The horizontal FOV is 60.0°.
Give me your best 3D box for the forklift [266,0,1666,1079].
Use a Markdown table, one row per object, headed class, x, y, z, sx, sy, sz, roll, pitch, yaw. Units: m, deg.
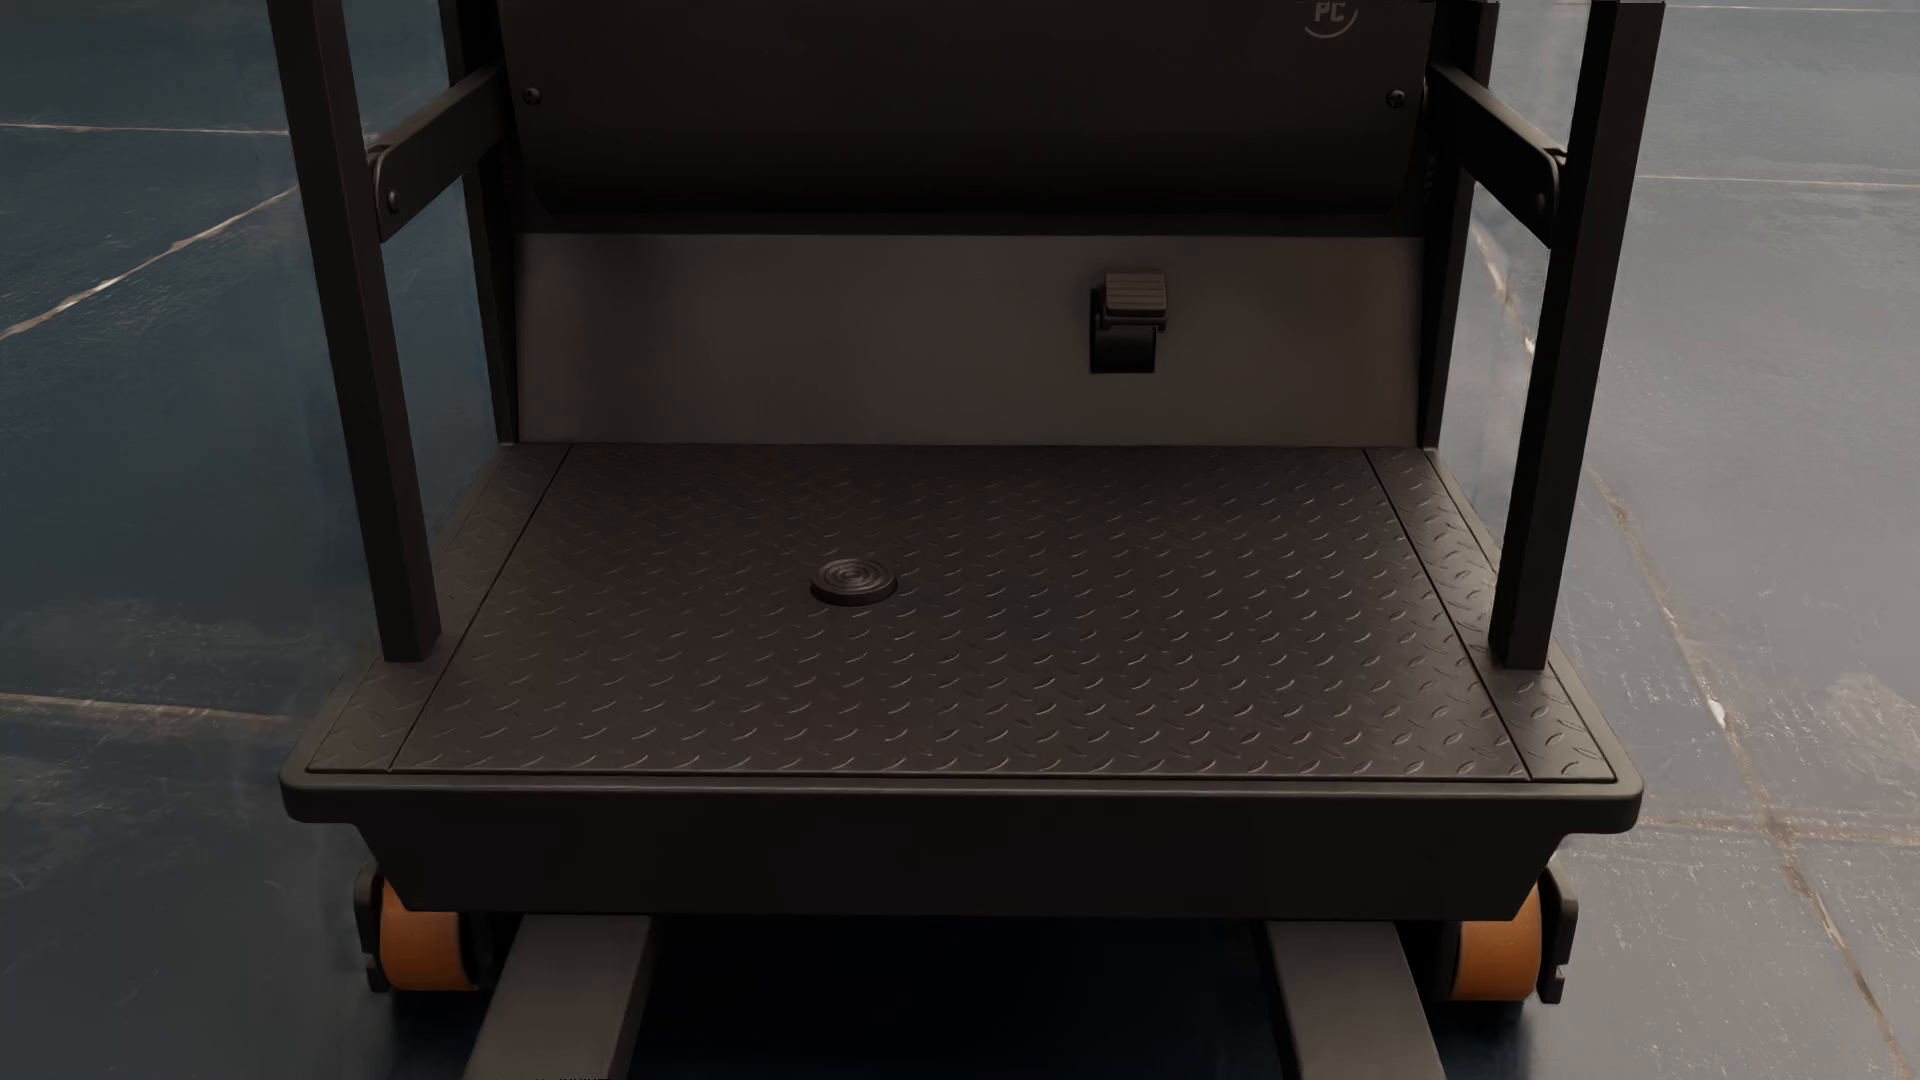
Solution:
| class | x | y | z | sx | sy | sz | roll | pitch | yaw |
| --- | --- | --- | --- | --- | --- | --- | --- | --- | --- |
| forklift | 0.005 | -1.007 | 1.236 | 1.130 | 2.935 | 3.031 | 0 | 27 | 1 |
